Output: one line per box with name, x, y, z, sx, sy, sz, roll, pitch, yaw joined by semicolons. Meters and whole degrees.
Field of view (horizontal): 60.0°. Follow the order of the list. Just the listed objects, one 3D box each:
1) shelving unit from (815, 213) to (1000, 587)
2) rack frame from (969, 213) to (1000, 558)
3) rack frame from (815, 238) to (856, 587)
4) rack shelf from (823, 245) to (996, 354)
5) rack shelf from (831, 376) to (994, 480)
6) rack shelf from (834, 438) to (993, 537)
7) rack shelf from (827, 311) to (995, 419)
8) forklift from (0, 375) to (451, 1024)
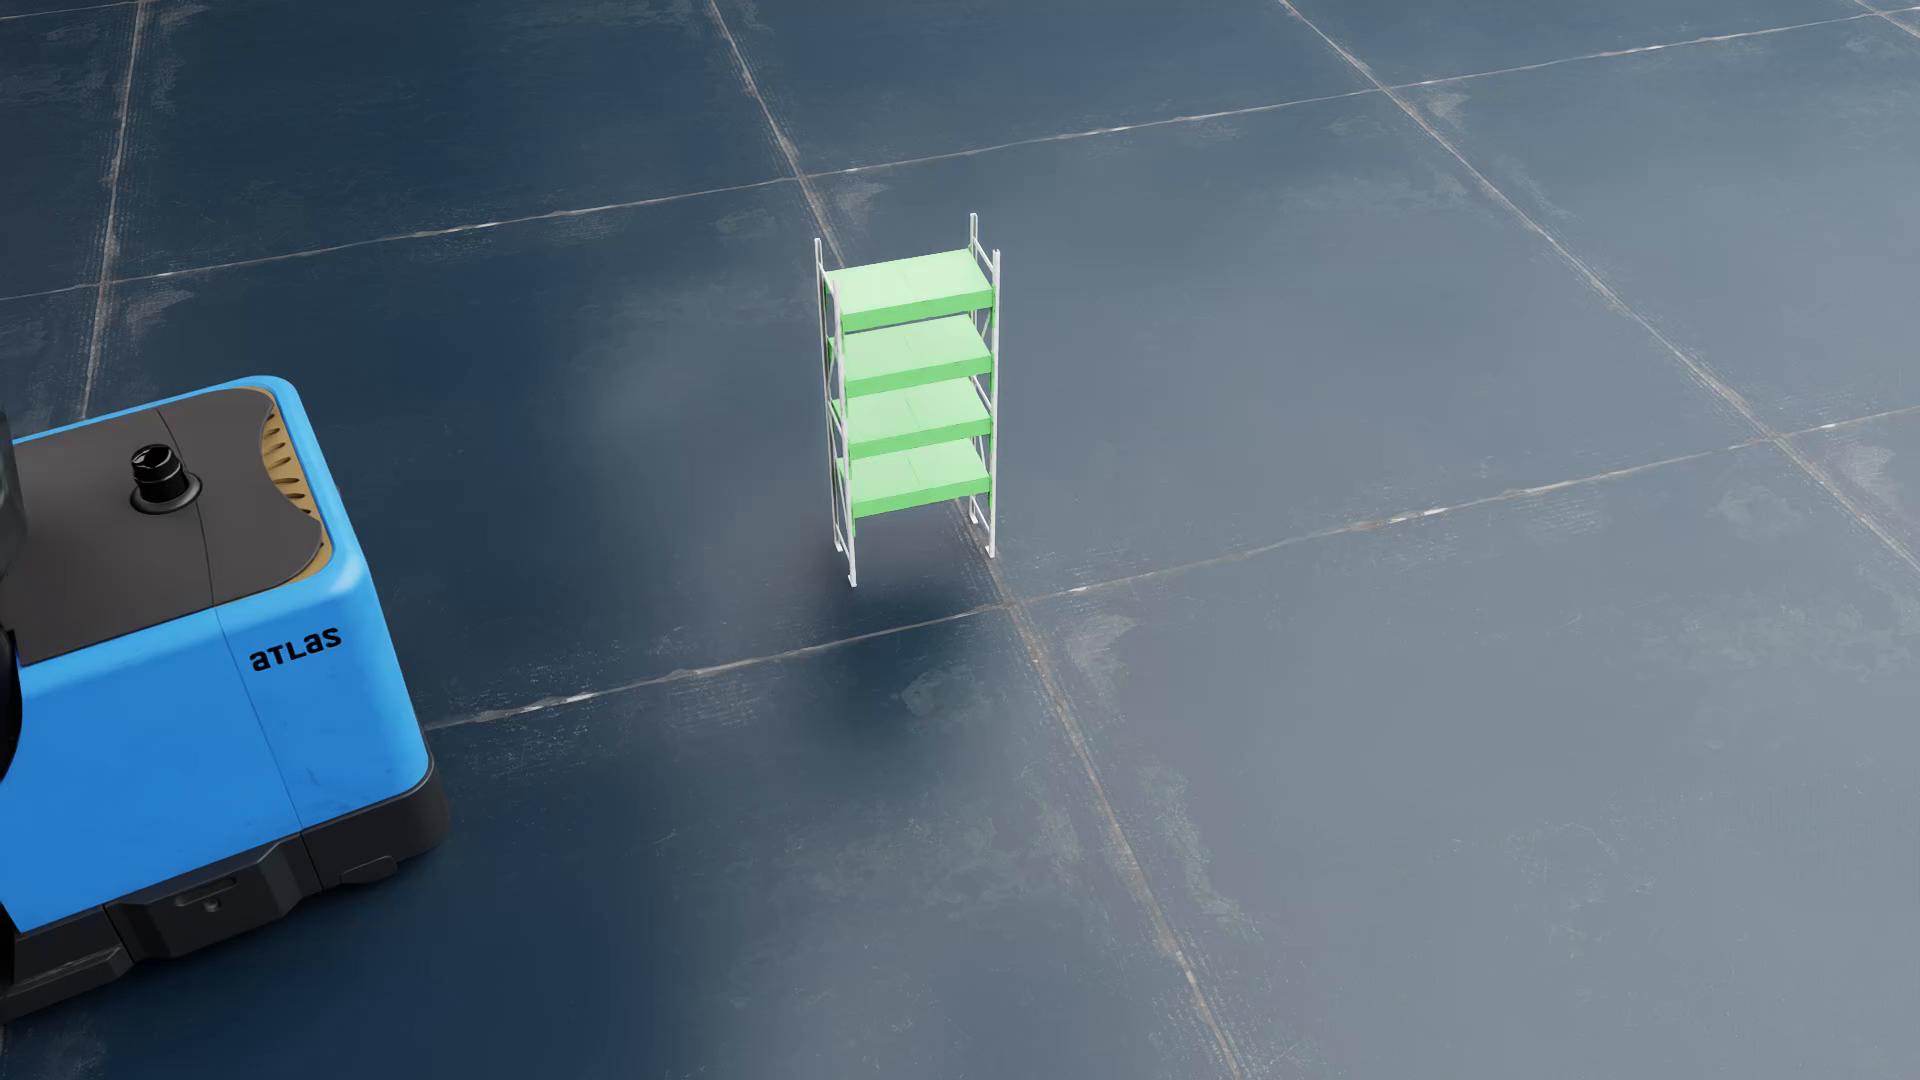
shelving unit;-0.158;-0.419;5.318;0.503;1.200;0.258;-12;42;-13
rack frame;0.075;-0.467;5.373;0.015;1.200;0.240;-12;42;-13
rack frame;-0.391;-0.371;5.263;0.015;1.200;0.240;-12;42;-13
rack shelf;-0.158;-0.732;5.044;0.480;0.148;0.258;-12;42;-13
rack shelf;-0.158;-0.371;5.360;0.480;0.148;0.258;-12;42;-13
rack shelf;-0.158;-0.190;5.518;0.480;0.148;0.258;-12;42;-13
rack shelf;-0.158;-0.552;5.202;0.480;0.148;0.258;-12;42;-13
forklift;-2.988;-0.040;3.568;3.031;2.935;1.130;-20;45;-21
